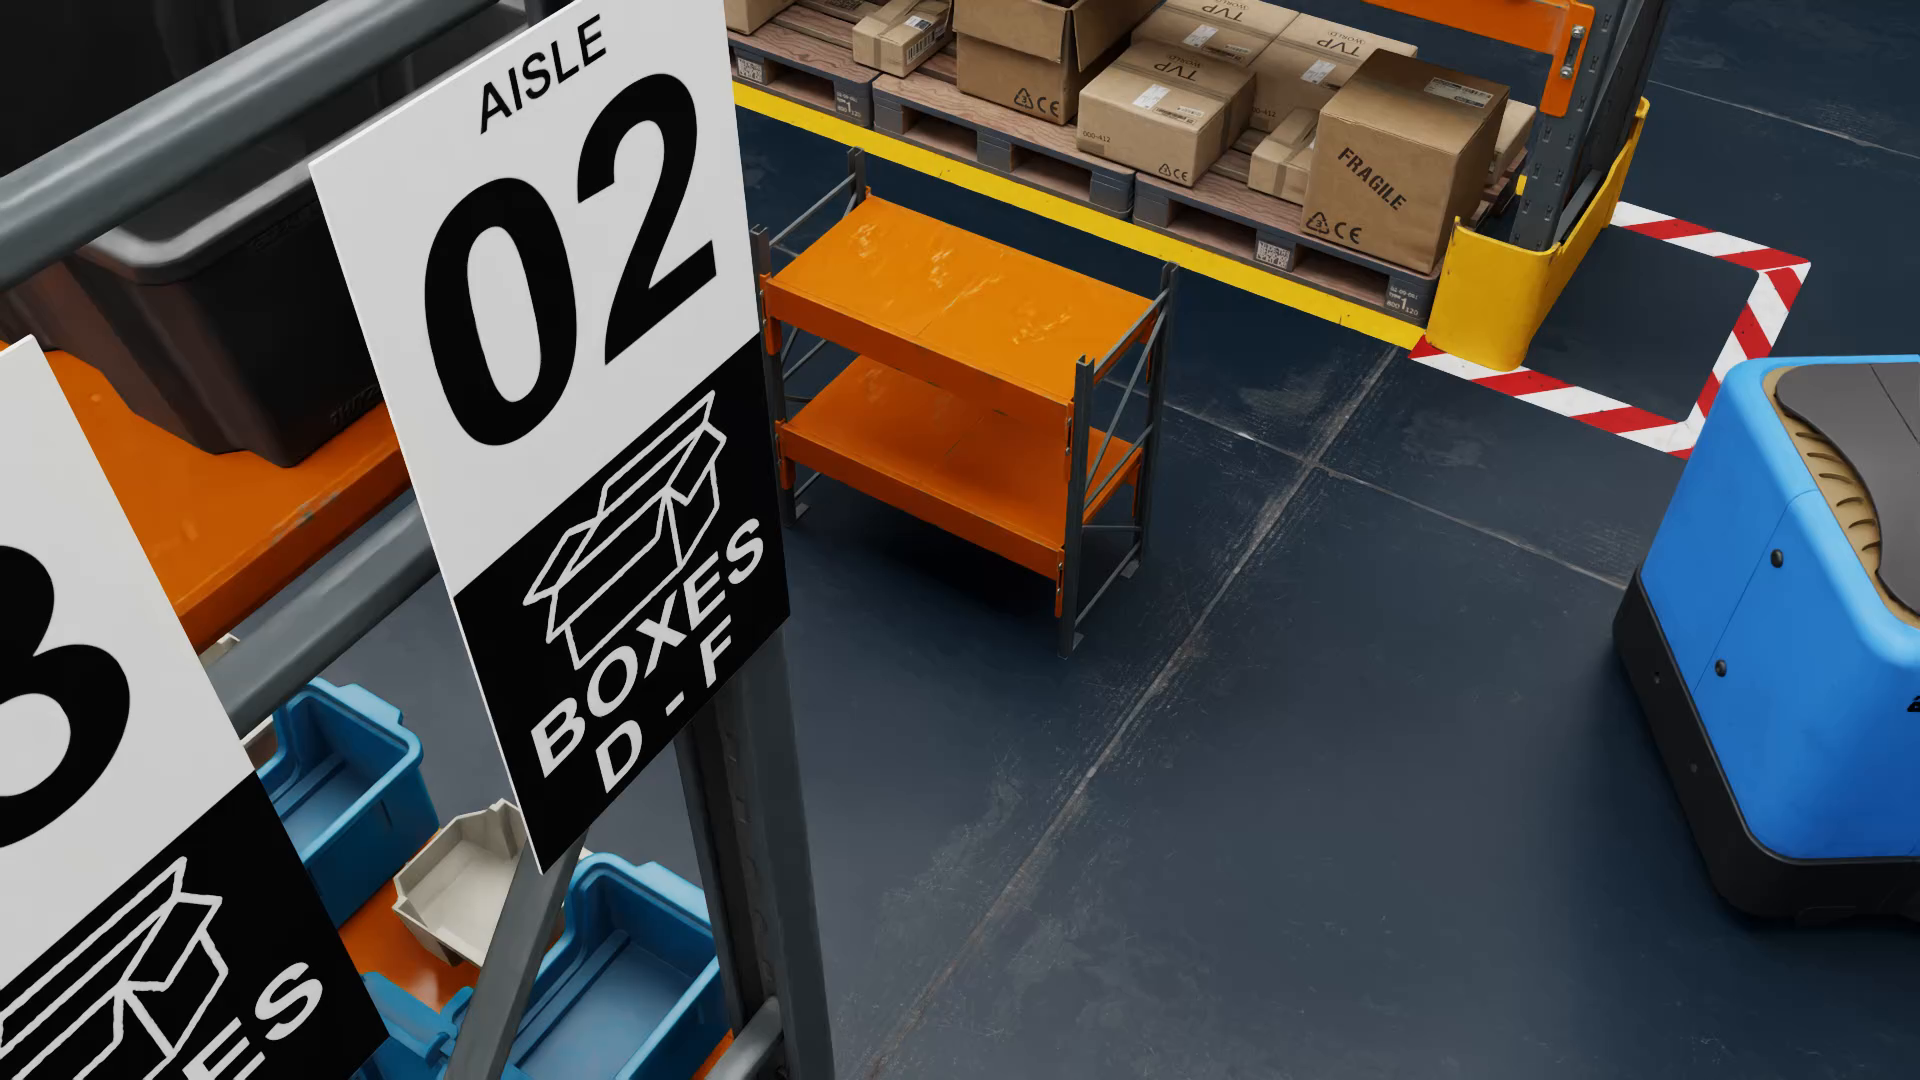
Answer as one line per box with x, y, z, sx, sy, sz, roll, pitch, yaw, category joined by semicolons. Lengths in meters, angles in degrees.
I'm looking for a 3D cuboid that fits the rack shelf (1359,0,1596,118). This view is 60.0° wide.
0.480;-2.529;6.118;4.000;0.370;1.077;25;51;22;rack shelf

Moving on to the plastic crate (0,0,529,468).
-0.687;-0.334;1.483;0.590;0.269;0.497;25;51;22;plastic crate

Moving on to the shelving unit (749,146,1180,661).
0.006;-0.389;4.844;1.048;1.125;0.538;25;51;22;shelving unit

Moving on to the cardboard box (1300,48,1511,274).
1.573;-1.350;5.906;0.500;0.500;0.500;25;51;22;cardboard box

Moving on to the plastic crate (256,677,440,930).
-1.098;0.471;2.775;0.300;0.233;0.416;25;51;22;plastic crate

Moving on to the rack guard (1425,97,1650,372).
2.100;-1.164;6.033;0.348;0.500;1.175;25;51;22;rack guard

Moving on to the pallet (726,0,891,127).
-0.626;-2.316;7.354;1.213;0.211;1.003;25;51;22;pallet

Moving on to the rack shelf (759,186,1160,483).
0.006;-0.593;4.634;1.000;0.278;0.538;25;51;22;rack shelf

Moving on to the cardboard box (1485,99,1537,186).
1.997;-1.535;6.331;0.250;0.149;0.380;25;51;22;cardboard box

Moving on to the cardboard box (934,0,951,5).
0.061;-2.431;7.089;0.500;0.311;0.500;25;51;22;cardboard box

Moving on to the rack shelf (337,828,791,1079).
-2.197;0.459;3.214;4.000;0.370;1.077;25;51;22;rack shelf

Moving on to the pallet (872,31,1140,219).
0.405;-1.844;6.895;1.213;0.211;1.003;25;51;22;pallet

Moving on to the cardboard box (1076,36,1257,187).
0.790;-1.649;6.371;0.500;0.250;0.500;25;51;22;cardboard box

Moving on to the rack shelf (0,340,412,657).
-2.197;-0.586;2.138;4.000;0.370;1.077;25;51;22;rack shelf

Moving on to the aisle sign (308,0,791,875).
-0.293;-0.074;1.418;0.004;0.787;0.394;25;51;22;aisle sign

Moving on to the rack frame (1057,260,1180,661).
0.434;-0.193;4.653;0.032;1.125;0.500;25;51;22;rack frame

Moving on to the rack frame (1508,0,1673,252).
2.164;-2.006;5.108;0.127;3.000;1.000;25;51;22;rack frame

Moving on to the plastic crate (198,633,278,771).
-1.340;0.323;2.987;0.298;0.136;0.250;25;51;22;plastic crate

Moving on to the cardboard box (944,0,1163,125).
0.381;-2.114;6.646;0.637;0.503;0.797;25;51;22;cardboard box

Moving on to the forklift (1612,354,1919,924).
3.443;-0.424;3.618;3.031;2.935;1.130;-1;46;-1;forklift

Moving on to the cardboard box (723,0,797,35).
-0.967;-2.478;7.134;0.500;0.311;0.500;25;51;22;cardboard box

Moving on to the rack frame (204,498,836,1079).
-0.514;0.983;2.203;0.127;3.000;1.000;25;51;22;rack frame

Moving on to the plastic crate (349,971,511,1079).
-0.896;0.933;2.185;0.499;0.435;0.616;25;51;22;plastic crate

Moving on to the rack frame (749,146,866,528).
-0.422;-0.586;5.035;0.032;1.125;0.500;25;51;22;rack frame

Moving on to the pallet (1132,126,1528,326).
1.428;-1.371;6.436;1.213;0.211;1.003;25;51;22;pallet

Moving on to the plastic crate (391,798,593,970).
-0.769;0.585;2.732;0.298;0.136;0.250;25;51;22;plastic crate

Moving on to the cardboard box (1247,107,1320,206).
1.281;-1.445;6.231;0.250;0.166;0.380;25;51;22;cardboard box

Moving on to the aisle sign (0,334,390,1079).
-0.611;0.282;1.072;0.004;0.787;0.394;25;51;22;aisle sign

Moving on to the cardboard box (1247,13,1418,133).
1.438;-1.776;6.495;0.500;0.250;0.500;25;51;22;cardboard box

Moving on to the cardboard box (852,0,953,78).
-0.233;-2.098;6.866;0.250;0.166;0.380;25;51;22;cardboard box

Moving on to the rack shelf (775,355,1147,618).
0.006;-0.219;5.019;1.000;0.278;0.538;25;51;22;rack shelf

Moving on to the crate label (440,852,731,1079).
-0.544;0.726;2.528;0.303;0.233;0.416;25;51;22;crate label

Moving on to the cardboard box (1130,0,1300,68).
1.017;-1.970;6.683;0.500;0.250;0.500;25;51;22;cardboard box
